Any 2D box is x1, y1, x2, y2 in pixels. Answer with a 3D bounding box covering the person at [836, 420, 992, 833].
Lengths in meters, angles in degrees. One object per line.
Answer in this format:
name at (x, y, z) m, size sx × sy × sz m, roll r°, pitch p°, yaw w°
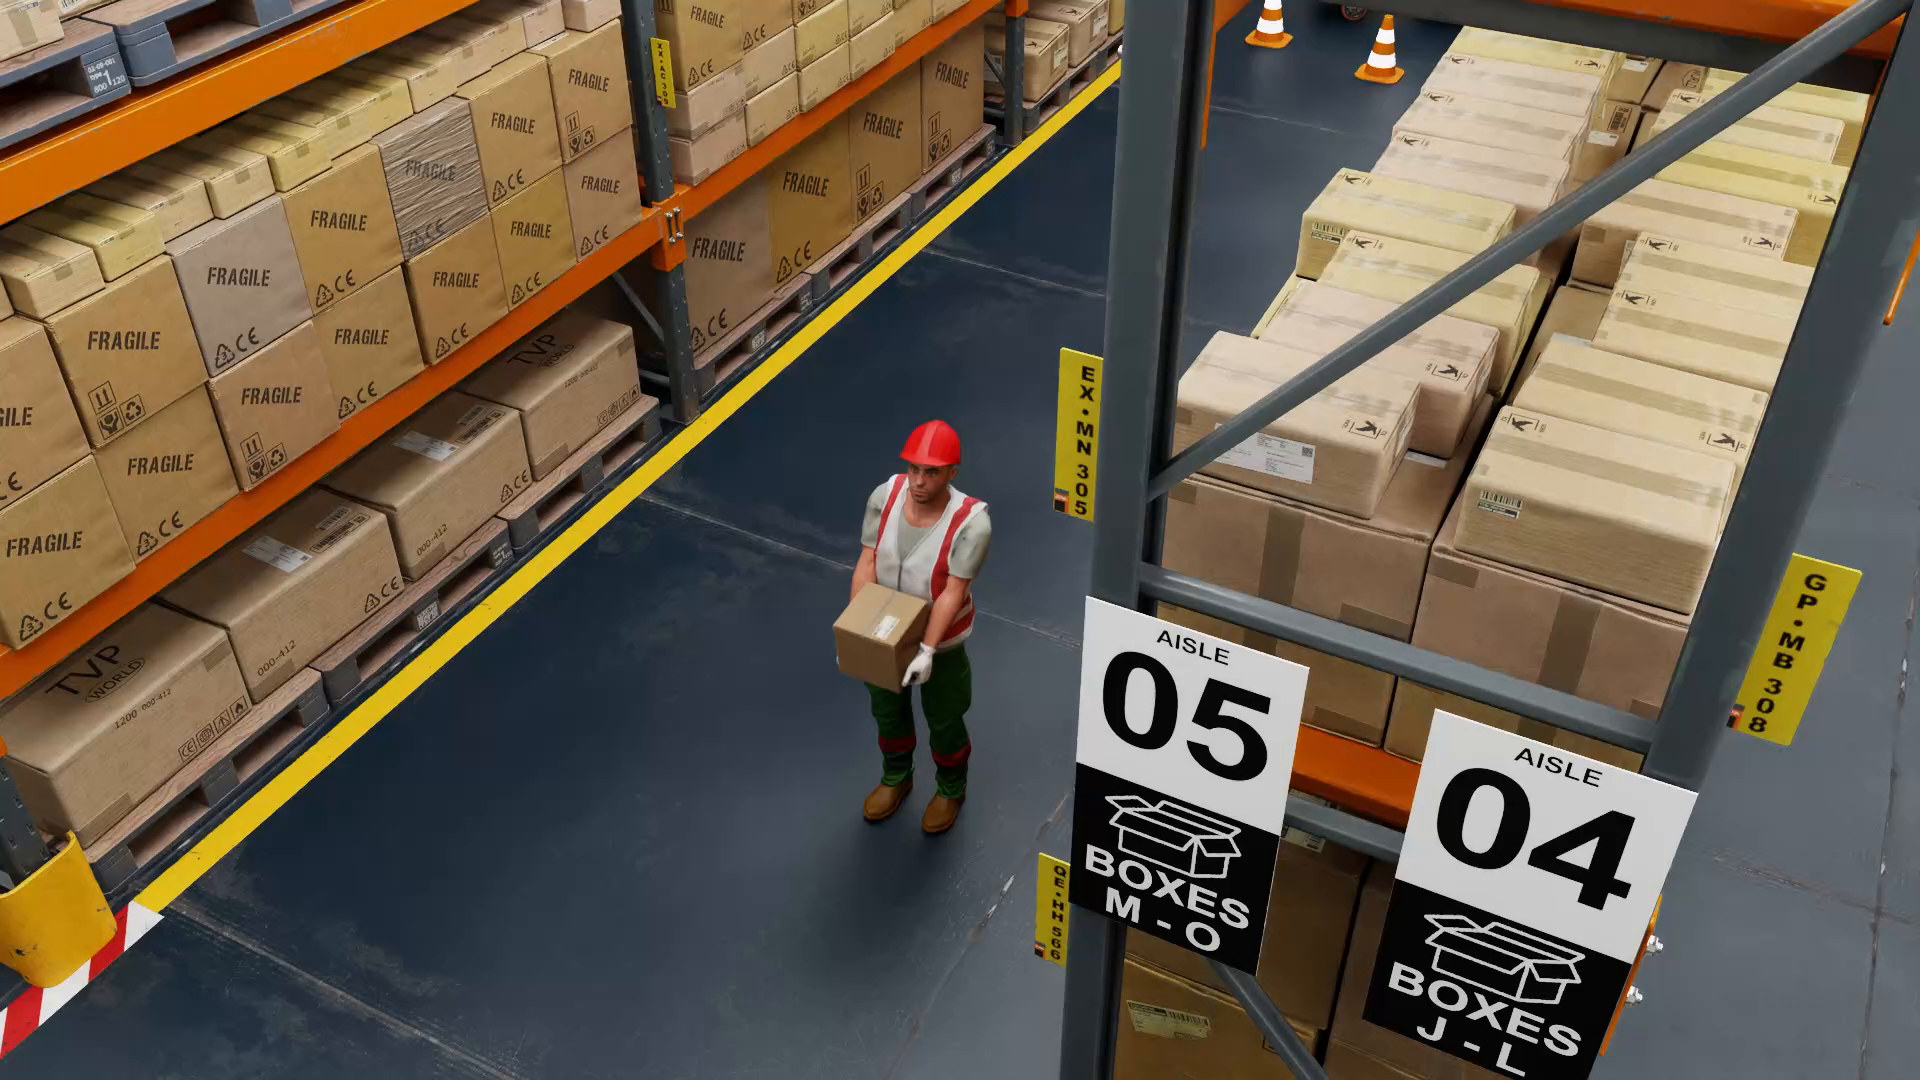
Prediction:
person at (-0.181, 0.392, 6.227) m, size 0.494 × 1.782 × 0.564 m, roll 18°, pitch 41°, yaw 22°
